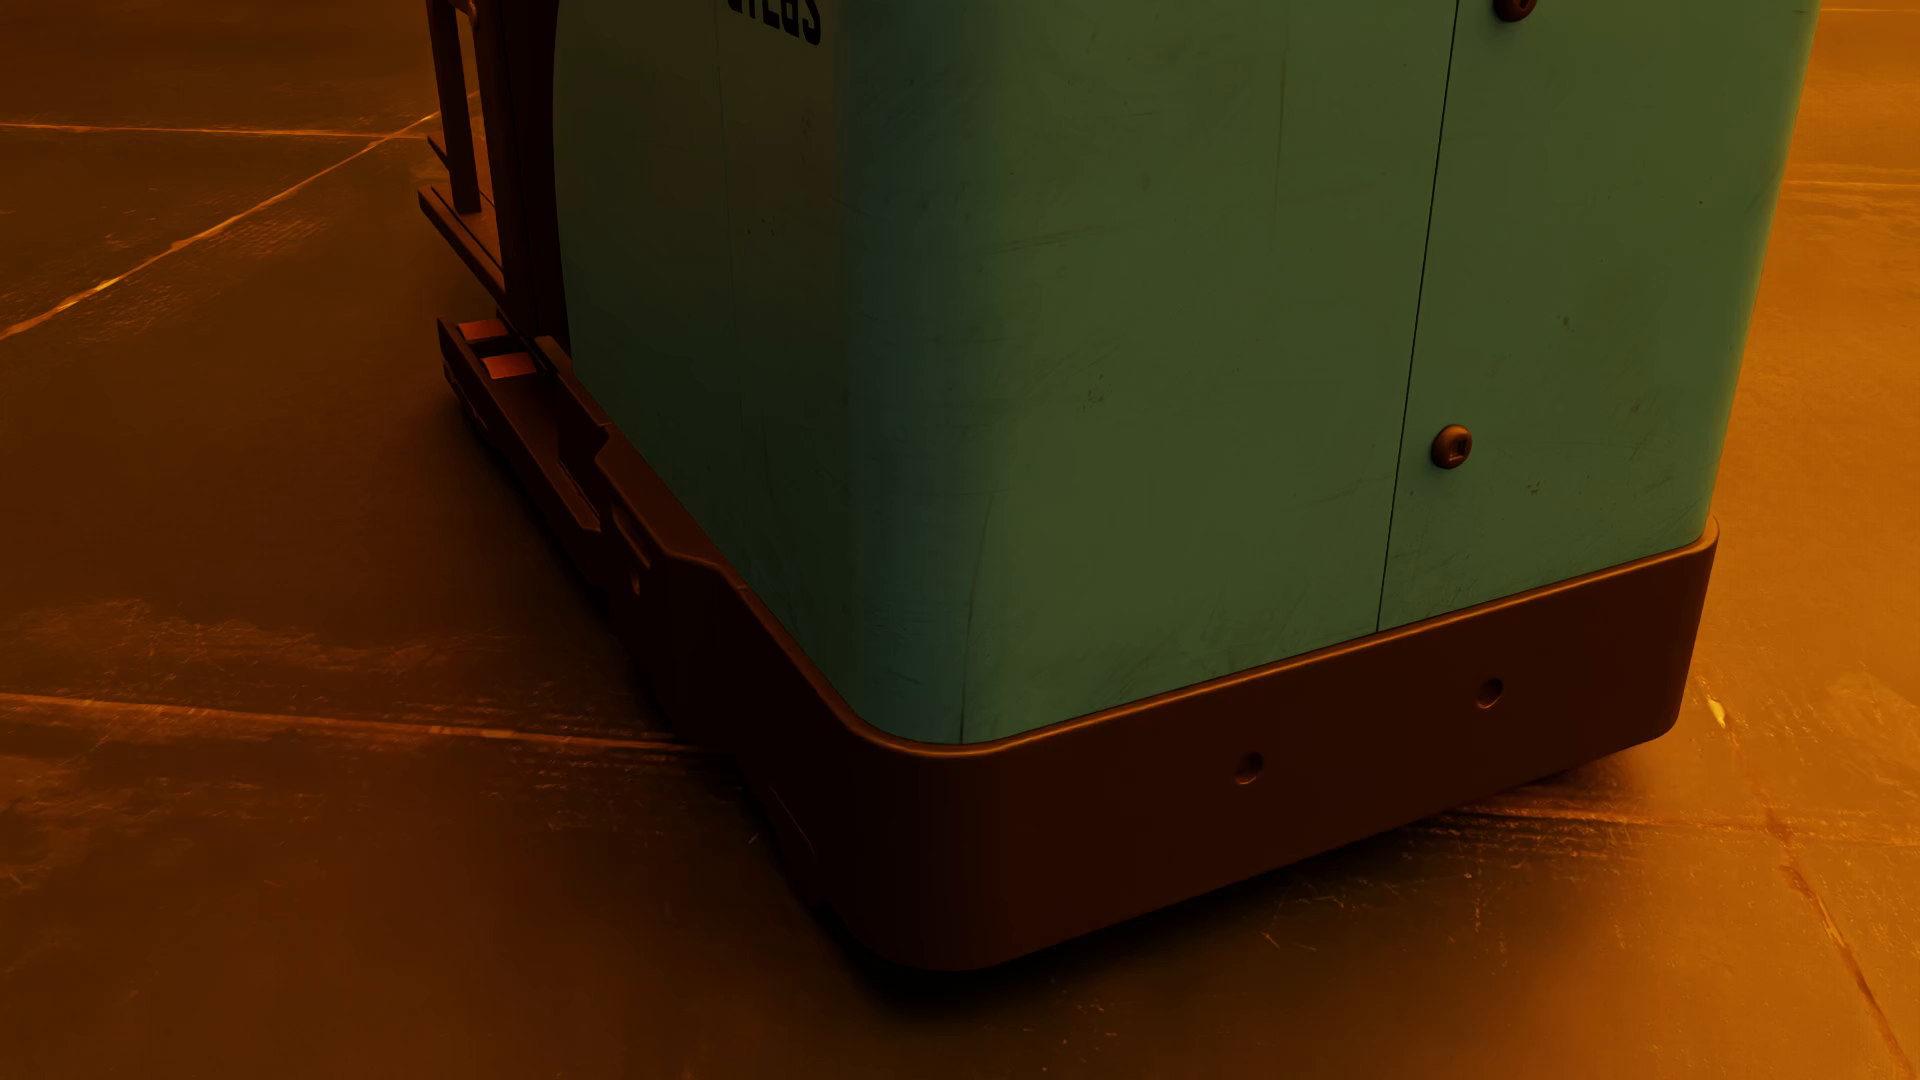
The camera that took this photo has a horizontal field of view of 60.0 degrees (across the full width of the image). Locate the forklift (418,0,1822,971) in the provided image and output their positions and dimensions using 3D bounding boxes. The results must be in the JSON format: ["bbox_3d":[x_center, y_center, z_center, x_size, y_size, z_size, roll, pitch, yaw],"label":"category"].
[{"bbox_3d":[-0.270,-1.540,2.304,1.130,2.935,3.031,-13,29,-24],"label":"forklift"}]
